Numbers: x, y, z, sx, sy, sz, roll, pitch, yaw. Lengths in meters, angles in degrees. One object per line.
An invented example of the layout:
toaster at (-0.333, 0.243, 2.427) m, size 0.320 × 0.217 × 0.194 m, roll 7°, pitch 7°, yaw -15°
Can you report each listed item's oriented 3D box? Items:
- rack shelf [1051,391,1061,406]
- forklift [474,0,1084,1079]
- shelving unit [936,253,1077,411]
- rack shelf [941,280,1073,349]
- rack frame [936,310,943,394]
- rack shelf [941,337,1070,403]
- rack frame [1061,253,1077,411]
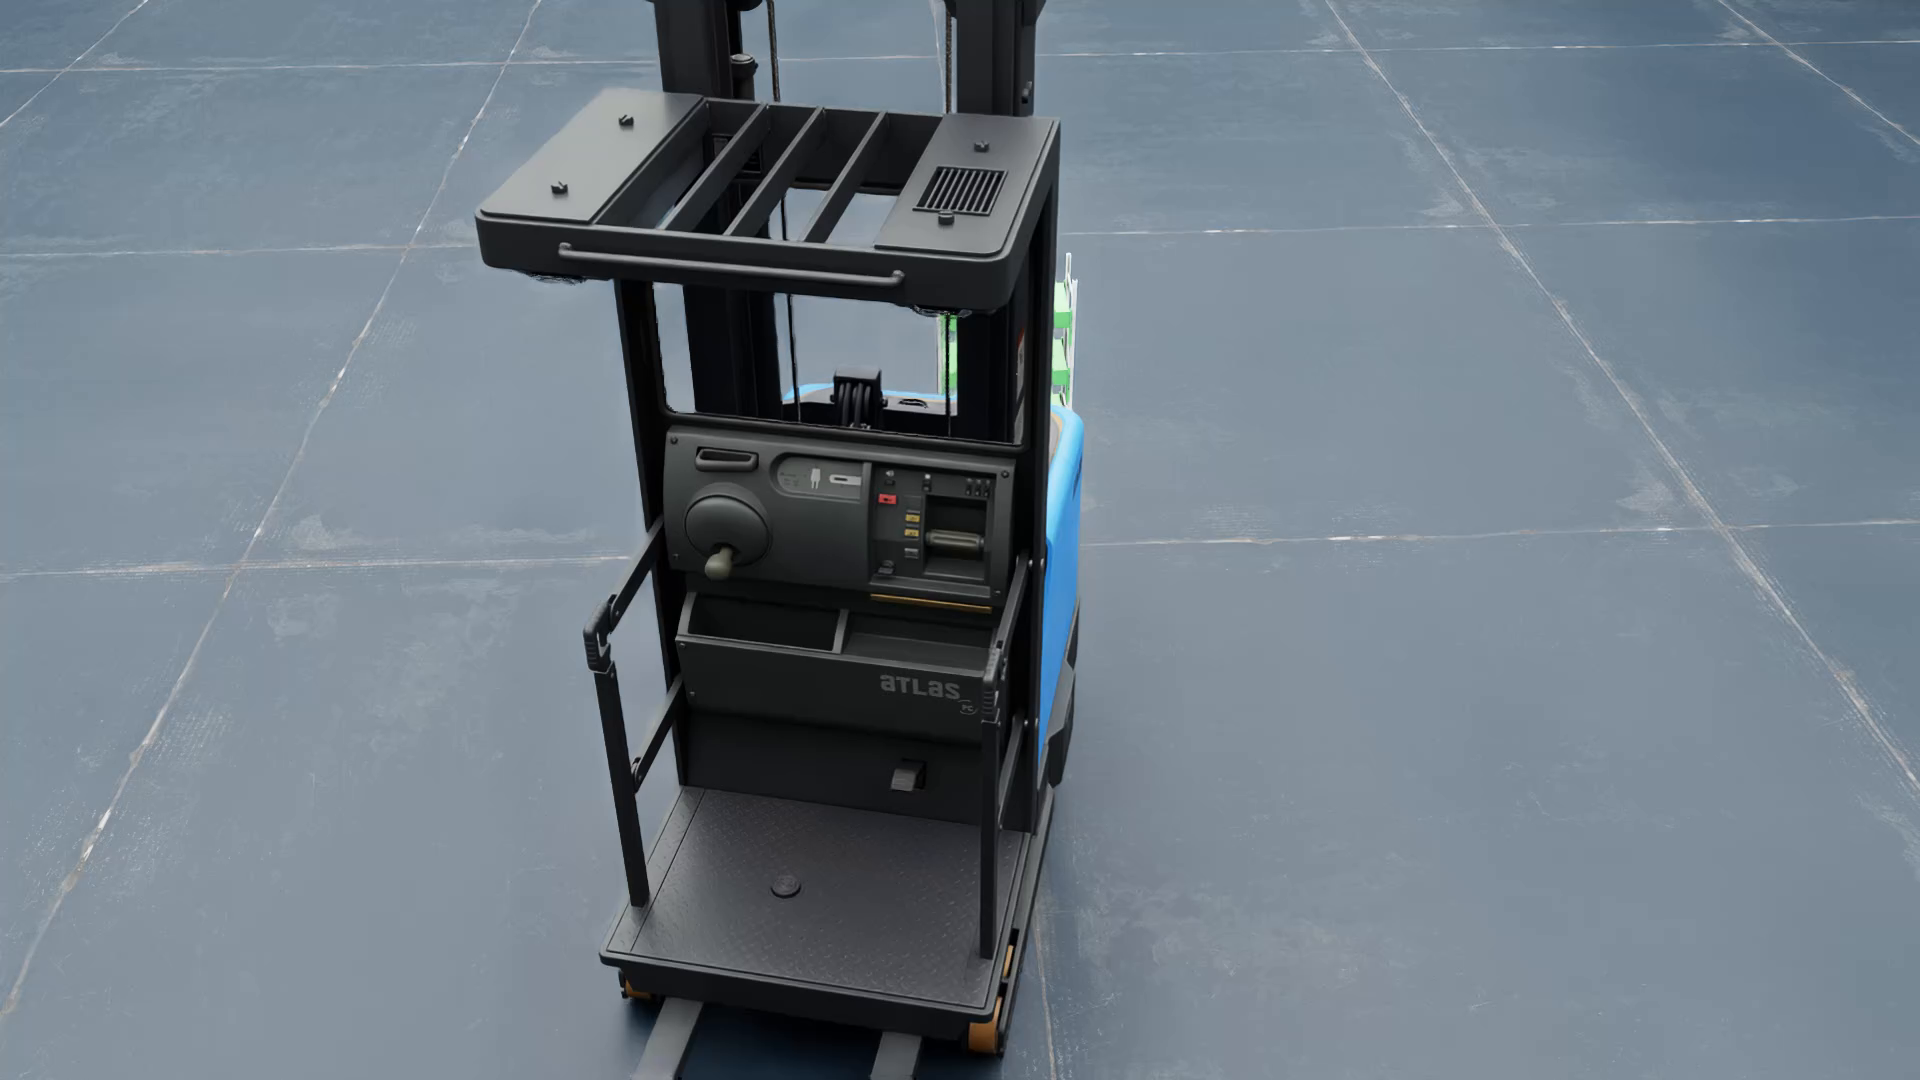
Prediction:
rack shelf at (0.165, -0.445, 6.451) m, size 0.480 × 0.148 × 0.258 m, roll -2°, pitch 35°, yaw -2°
forklift at (-0.361, 0.004, 4.168) m, size 1.130 × 2.935 × 3.031 m, roll 6°, pitch 35°, yaw 9°
shelving unit at (0.165, -0.498, 6.415) m, size 0.503 × 1.200 × 0.258 m, roll -2°, pitch 35°, yaw -2°
rack shelf at (0.165, -0.840, 6.178) m, size 0.480 × 0.148 × 0.258 m, roll -2°, pitch 35°, yaw -2°
rack frame at (-0.078, -0.491, 6.405) m, size 0.015 × 1.200 × 0.240 m, roll -2°, pitch 35°, yaw -2°
rack shelf at (0.165, -0.643, 6.315) m, size 0.480 × 0.148 × 0.258 m, roll -2°, pitch 35°, yaw -2°
rack frame at (0.409, -0.504, 6.424) m, size 0.015 × 1.200 × 0.240 m, roll -2°, pitch 35°, yaw -2°
